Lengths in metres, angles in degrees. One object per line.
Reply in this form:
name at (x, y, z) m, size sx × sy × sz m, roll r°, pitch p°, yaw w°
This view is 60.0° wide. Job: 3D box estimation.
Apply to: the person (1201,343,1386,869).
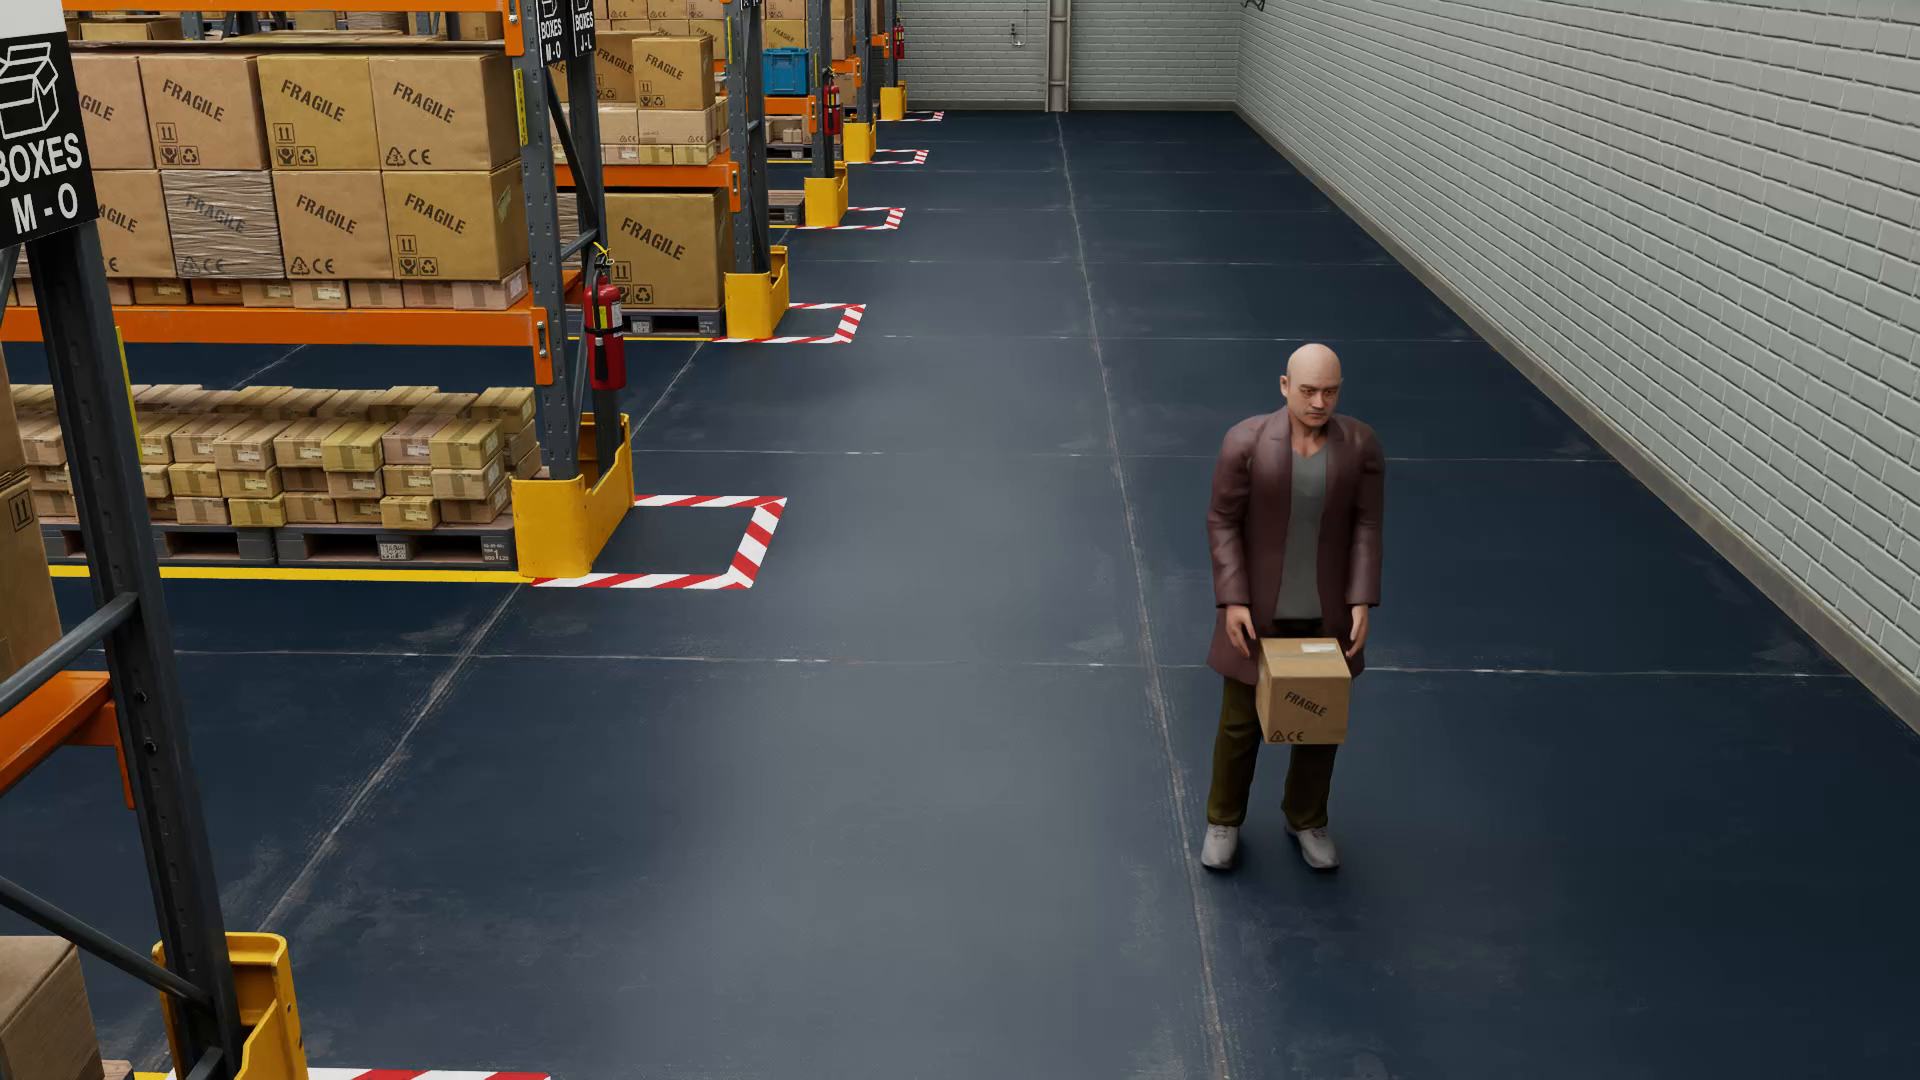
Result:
person at (1.094, 0.227, 5.483) m, size 0.583 × 1.780 × 0.424 m, roll 0°, pitch 20°, yaw 1°
